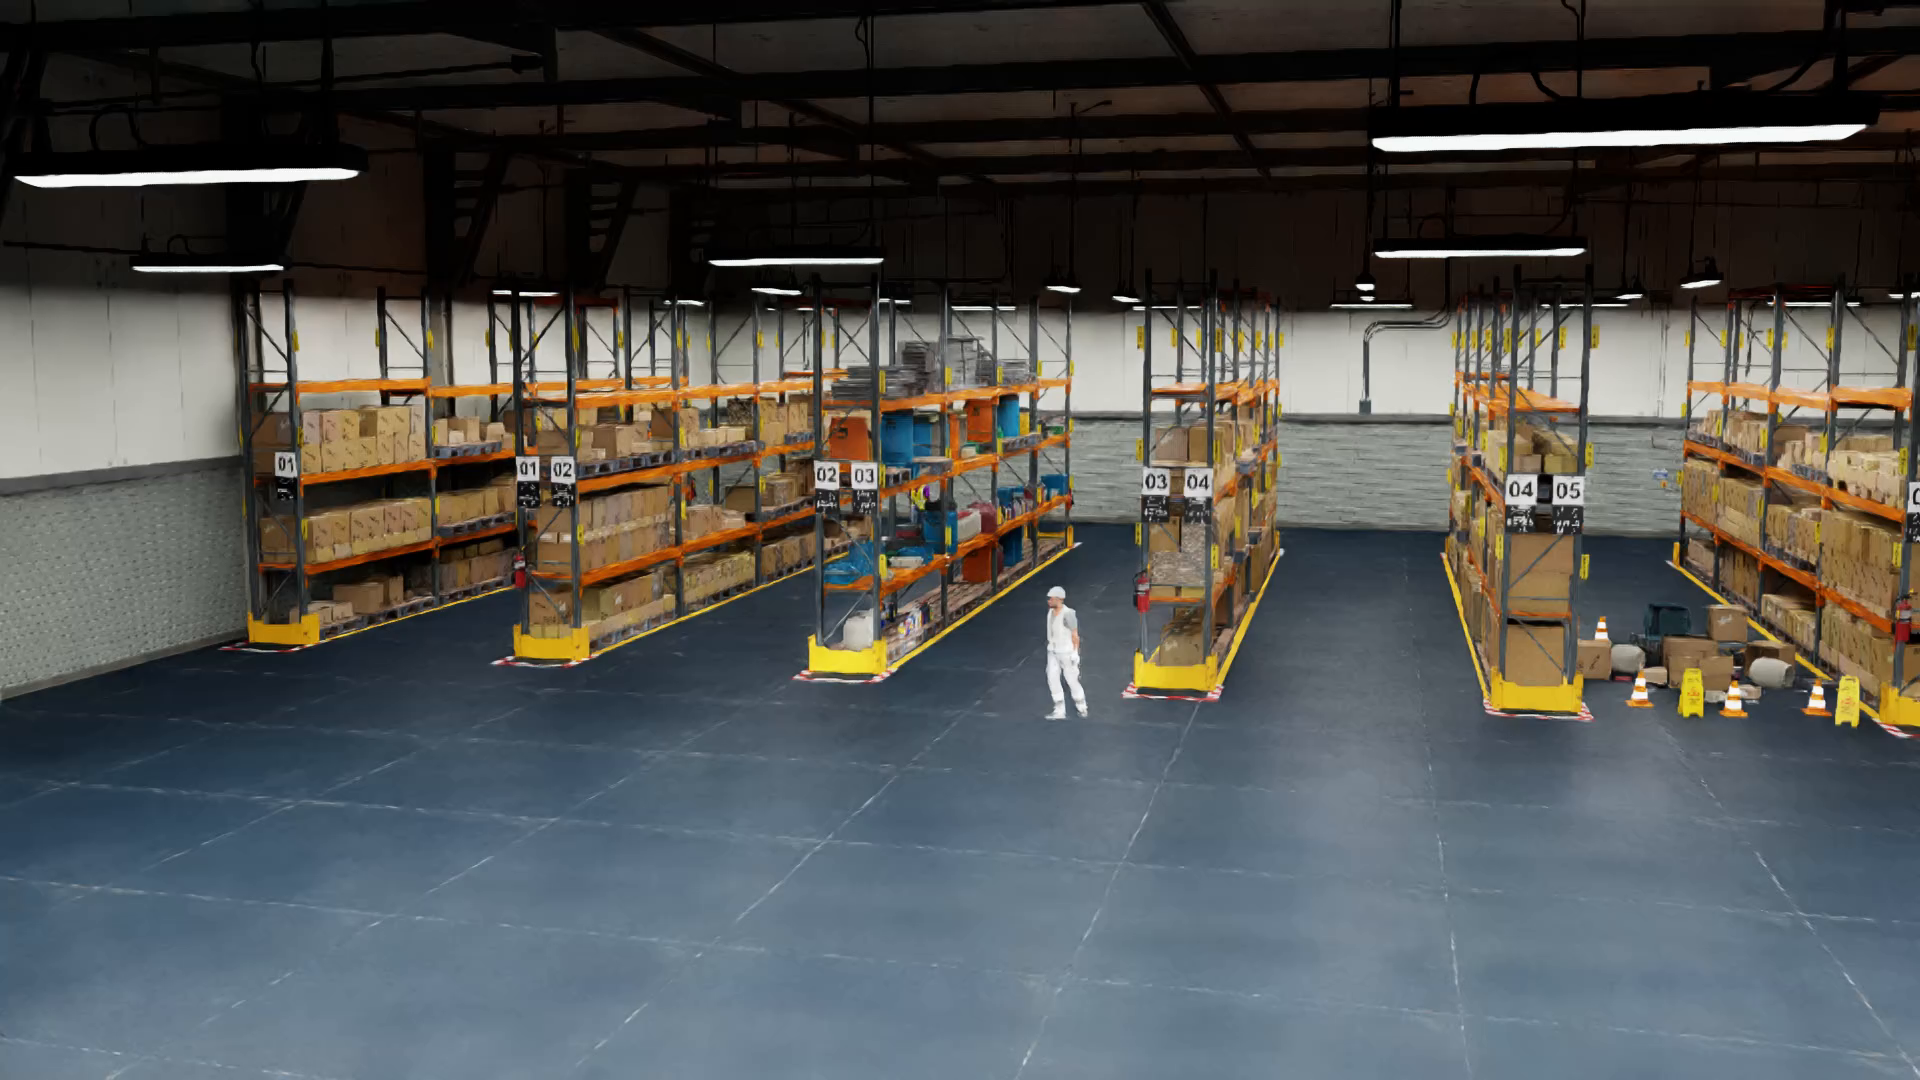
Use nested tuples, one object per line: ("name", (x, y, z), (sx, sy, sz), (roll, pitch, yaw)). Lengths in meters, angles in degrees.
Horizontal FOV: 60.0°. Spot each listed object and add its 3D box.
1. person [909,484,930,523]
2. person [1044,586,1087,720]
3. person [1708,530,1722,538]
("person", (-1.023, -0.830, 41.577), (0.591, 1.716, 1.042), (2, 7, 13))
("person", (1.407, 1.489, 22.063), (0.569, 1.775, 0.579), (-6, 9, -40))
("person", (17.381, -0.421, 37.967), (0.560, 1.780, 0.585), (-2, 7, -16))
